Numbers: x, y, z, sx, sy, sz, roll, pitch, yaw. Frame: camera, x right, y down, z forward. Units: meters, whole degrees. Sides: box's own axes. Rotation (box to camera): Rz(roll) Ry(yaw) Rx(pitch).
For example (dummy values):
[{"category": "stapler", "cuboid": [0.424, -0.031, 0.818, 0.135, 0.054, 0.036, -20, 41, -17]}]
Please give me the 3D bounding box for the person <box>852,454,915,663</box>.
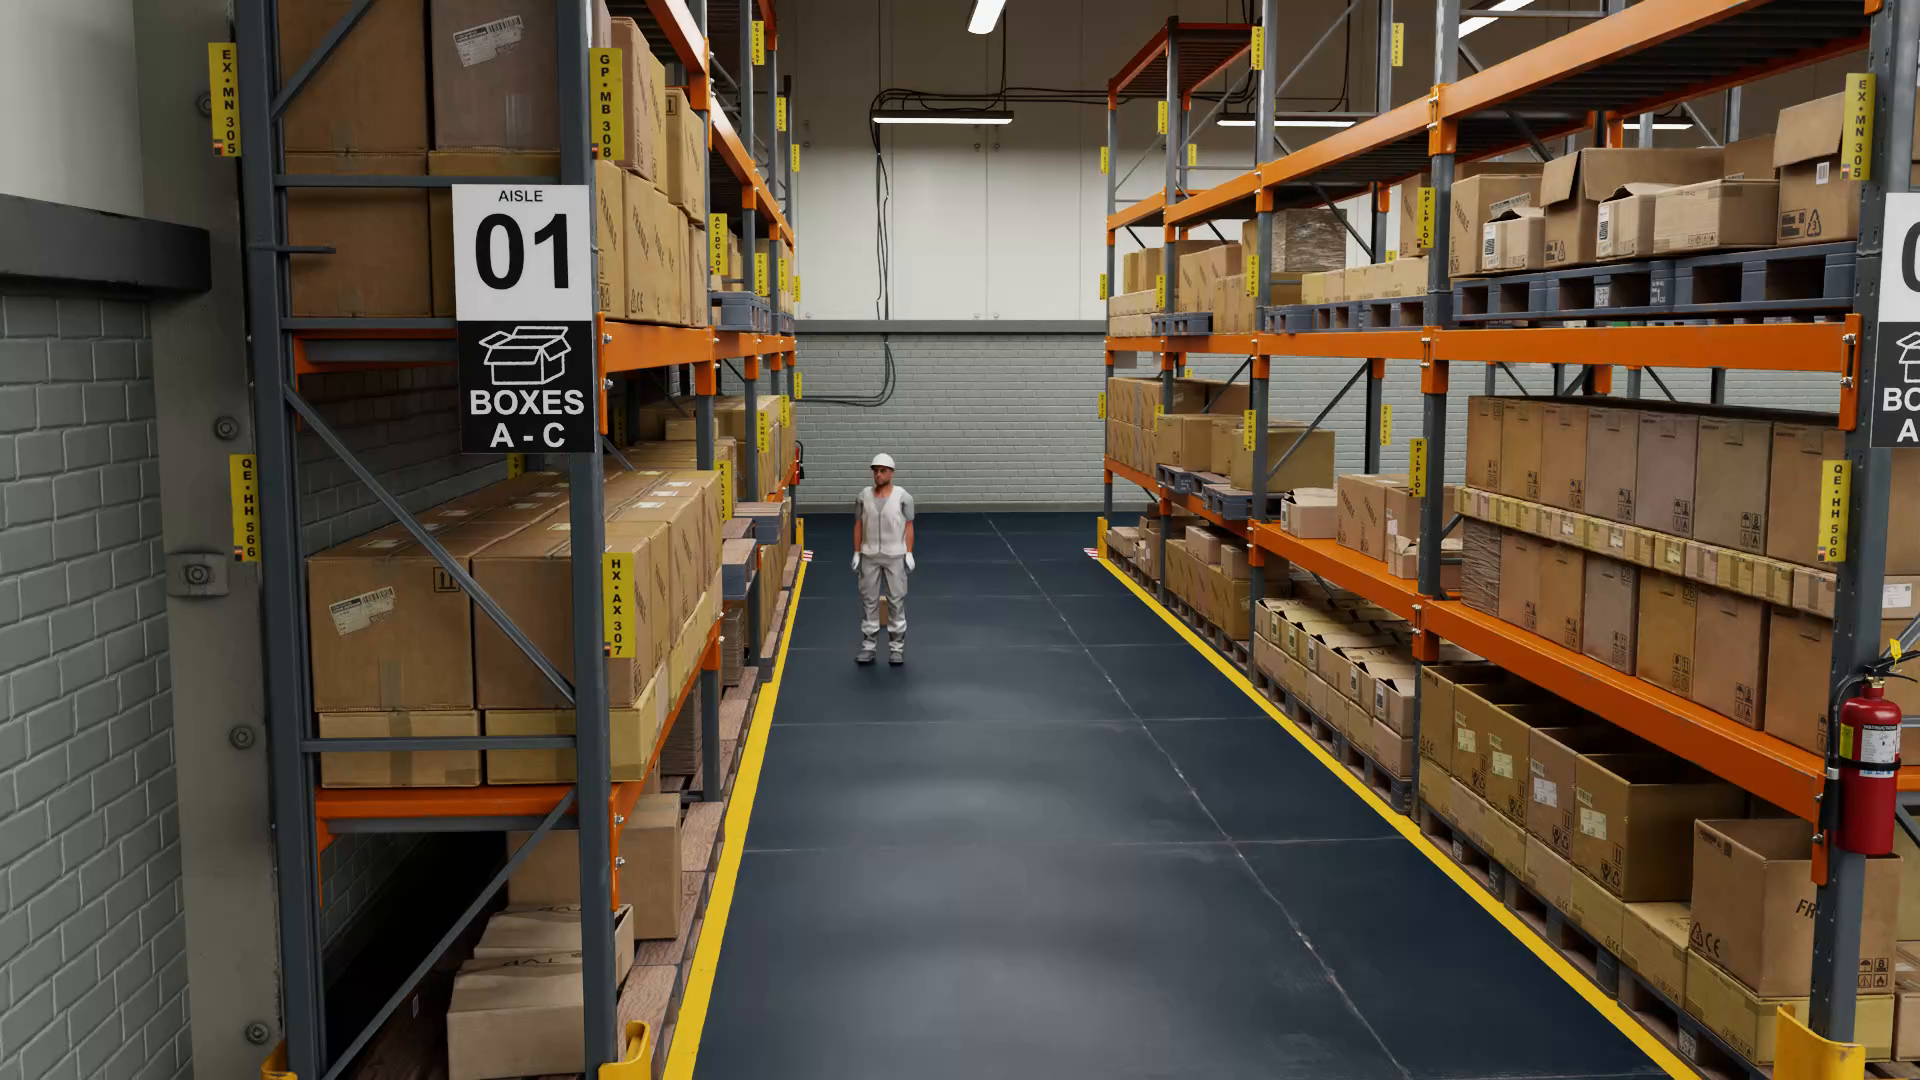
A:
[{"category": "person", "cuboid": [-0.663, 0.159, 14.257, 0.552, 1.795, 0.366, 1, 7, 8]}]
